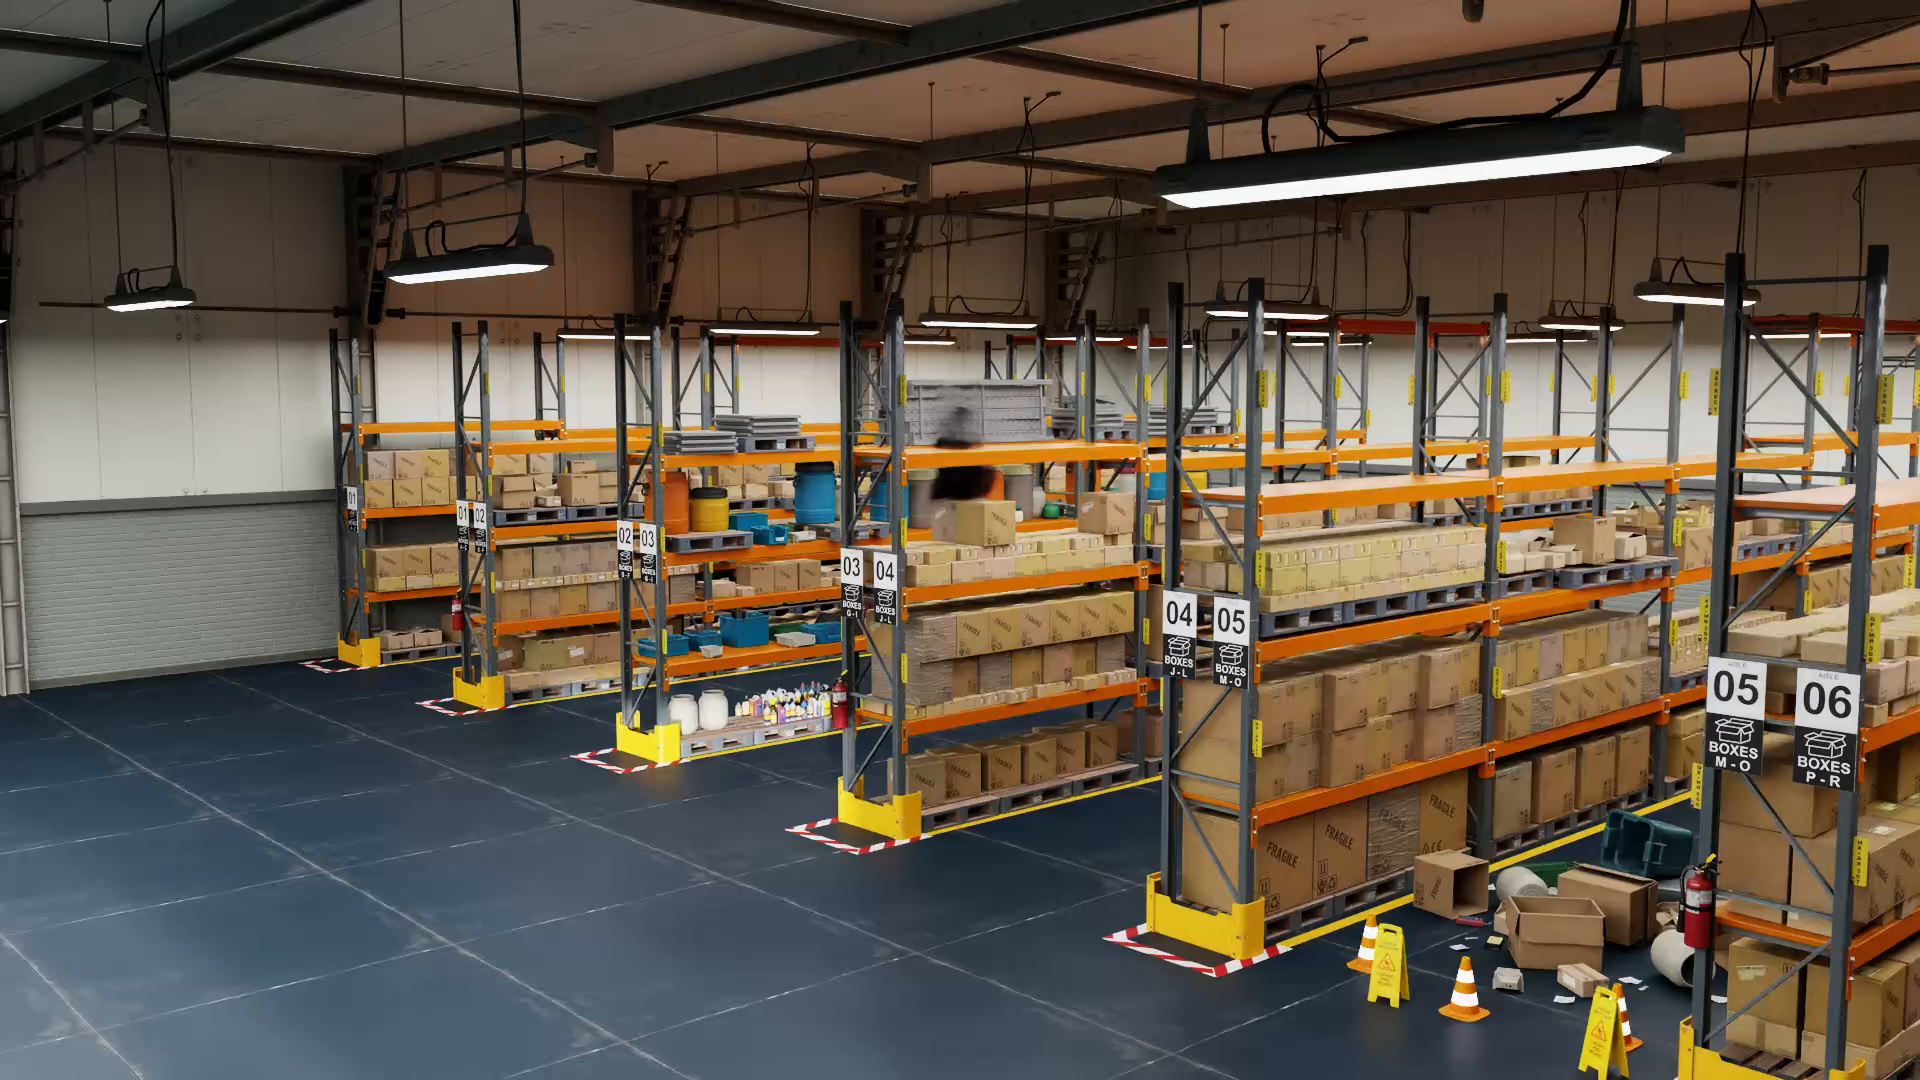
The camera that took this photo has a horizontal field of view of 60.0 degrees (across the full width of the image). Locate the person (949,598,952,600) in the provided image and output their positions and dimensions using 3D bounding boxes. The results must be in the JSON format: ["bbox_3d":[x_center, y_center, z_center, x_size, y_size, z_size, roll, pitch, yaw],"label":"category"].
[{"bbox_3d":[0.137,1.380,29.454,0.670,1.843,0.863,5,8,42],"label":"person"}]

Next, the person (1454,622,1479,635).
[{"bbox_3d":[7.285,1.954,23.790,0.680,1.824,0.759,5,7,41],"label":"person"}]
